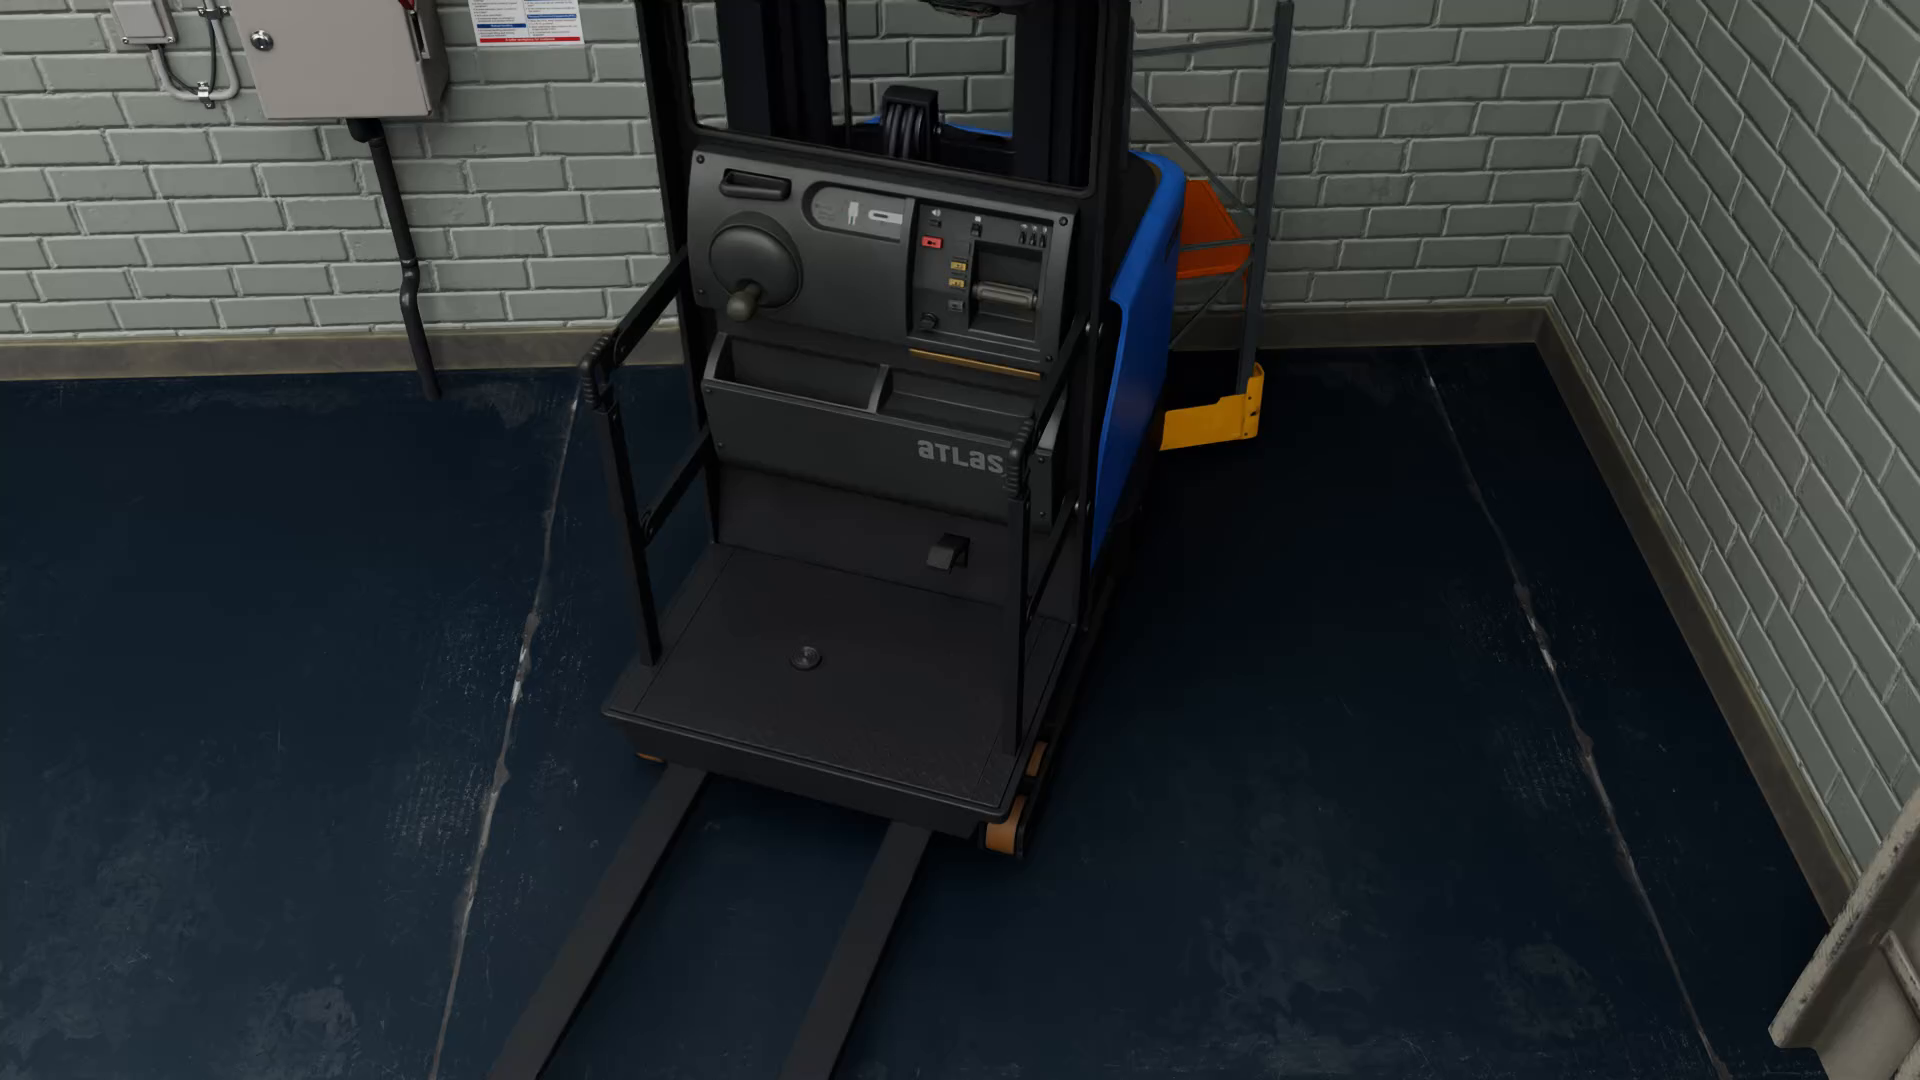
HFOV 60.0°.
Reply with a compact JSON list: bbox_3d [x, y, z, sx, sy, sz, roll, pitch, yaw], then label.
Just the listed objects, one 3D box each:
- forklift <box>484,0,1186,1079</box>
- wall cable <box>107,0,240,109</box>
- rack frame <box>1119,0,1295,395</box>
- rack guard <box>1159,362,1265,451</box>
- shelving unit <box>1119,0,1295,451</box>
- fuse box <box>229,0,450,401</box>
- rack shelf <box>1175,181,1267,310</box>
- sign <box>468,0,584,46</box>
[{"bbox_3d":[-0.260,-0.570,3.703,1.130,2.935,3.031,12,44,13],"label":"forklift"},{"bbox_3d":[-2.497,-2.051,4.516,0.588,1.984,0.122,-2,43,-2],"label":"wall cable"},{"bbox_3d":[0.691,-0.883,5.044,0.500,1.500,0.032,-9,41,-8],"label":"rack frame"},{"bbox_3d":[0.701,-0.423,5.467,0.587,0.250,0.087,-9,41,-8],"label":"rack guard"},{"bbox_3d":[0.587,-1.213,5.429,0.587,1.500,1.083,-9,41,-8],"label":"shelving unit"},{"bbox_3d":[-1.809,-1.115,5.200,0.539,1.711,0.414,-2,43,-2],"label":"fuse box"},{"bbox_3d":[0.593,-1.071,5.539,0.538,0.185,1.000,-9,41,-8],"label":"rack shelf"},{"bbox_3d":[-1.324,-1.709,4.965,0.329,0.494,0.001,-2,43,-2],"label":"sign"}]
